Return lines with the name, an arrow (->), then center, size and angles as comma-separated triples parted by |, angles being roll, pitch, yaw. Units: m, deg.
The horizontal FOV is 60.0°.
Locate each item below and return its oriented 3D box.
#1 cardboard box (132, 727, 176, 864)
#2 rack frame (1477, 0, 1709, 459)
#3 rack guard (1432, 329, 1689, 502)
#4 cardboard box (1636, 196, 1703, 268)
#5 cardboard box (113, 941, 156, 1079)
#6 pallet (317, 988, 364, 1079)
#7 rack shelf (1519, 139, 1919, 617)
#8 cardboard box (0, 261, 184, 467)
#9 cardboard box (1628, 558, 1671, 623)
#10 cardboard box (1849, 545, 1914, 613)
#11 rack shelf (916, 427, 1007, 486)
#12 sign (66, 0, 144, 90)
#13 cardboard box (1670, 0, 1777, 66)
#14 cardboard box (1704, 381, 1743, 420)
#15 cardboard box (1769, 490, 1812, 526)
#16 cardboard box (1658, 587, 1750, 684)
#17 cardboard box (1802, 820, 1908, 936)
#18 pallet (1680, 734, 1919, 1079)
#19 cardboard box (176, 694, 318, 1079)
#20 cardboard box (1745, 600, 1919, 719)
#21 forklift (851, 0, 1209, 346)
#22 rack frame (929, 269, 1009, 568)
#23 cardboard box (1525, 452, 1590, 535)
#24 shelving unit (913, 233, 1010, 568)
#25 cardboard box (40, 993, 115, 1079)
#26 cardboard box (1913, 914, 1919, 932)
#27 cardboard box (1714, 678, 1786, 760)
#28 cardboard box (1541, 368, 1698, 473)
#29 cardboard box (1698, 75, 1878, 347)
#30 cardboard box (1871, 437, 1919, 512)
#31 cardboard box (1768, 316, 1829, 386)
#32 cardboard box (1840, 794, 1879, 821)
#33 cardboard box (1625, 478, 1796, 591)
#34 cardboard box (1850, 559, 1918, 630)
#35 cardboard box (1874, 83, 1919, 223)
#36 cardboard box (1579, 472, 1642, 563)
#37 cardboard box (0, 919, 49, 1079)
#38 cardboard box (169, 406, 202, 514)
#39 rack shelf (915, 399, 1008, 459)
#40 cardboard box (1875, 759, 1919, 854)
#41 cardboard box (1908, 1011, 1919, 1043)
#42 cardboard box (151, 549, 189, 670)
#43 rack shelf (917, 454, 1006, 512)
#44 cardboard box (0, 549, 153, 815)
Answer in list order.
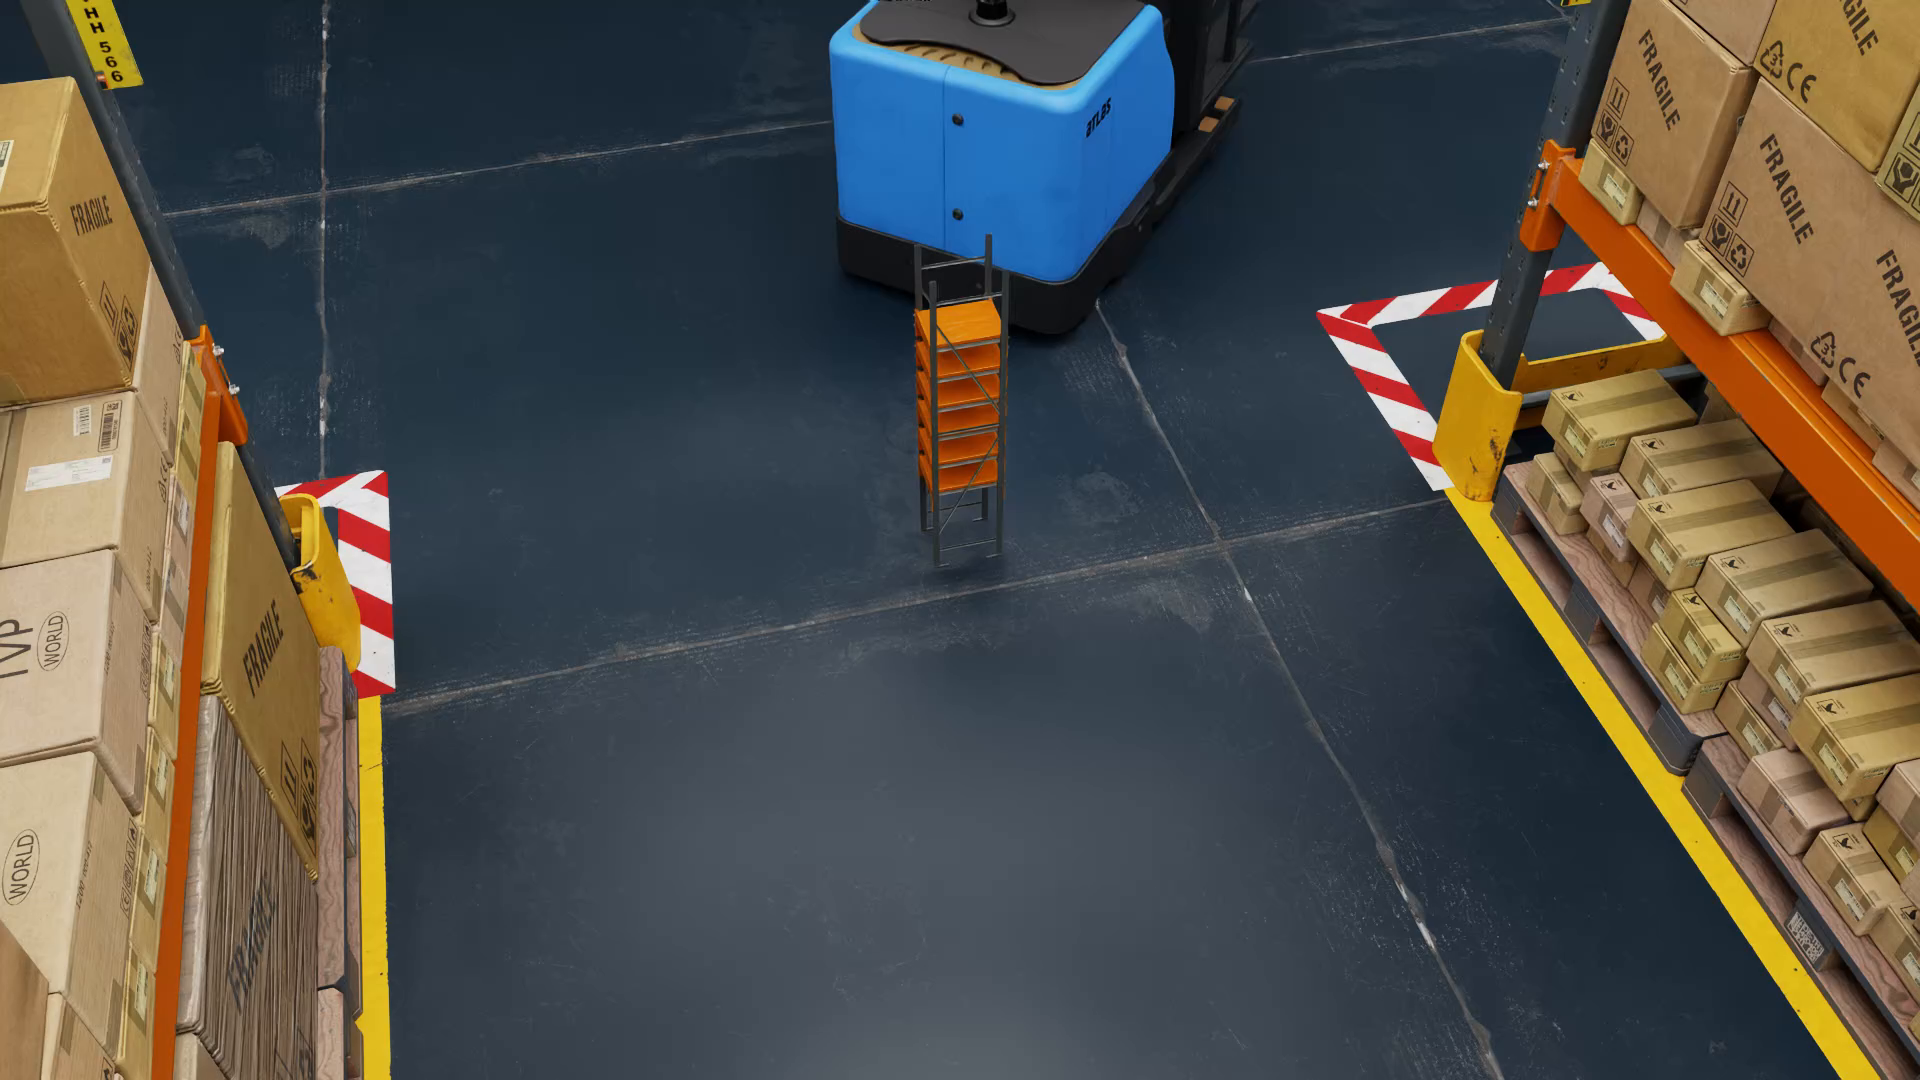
cardboard box -> -1.784, 0.544, 3.293 | 0.380, 0.149, 0.250 | -11, 47, -10
rack frame -> 2.298, -1.451, 5.072 | 1.000, 3.000, 0.127 | -11, 47, -10
rack guard -> 2.317, -0.524, 5.913 | 1.175, 0.500, 0.348 | -11, 47, -10
cardboard box -> 2.169, -0.911, 4.719 | 0.380, 0.149, 0.250 | -9, 46, -9
cardboard box -> -1.654, 0.895, 2.949 | 0.380, 0.149, 0.250 | -12, 47, -11
pallet -> -1.934, 1.741, 3.896 | 1.003, 0.211, 1.213 | -11, 47, -10
rack shelf -> 2.810, 0.182, 3.975 | 1.077, 0.370, 4.000 | -11, 47, -10
cardboard box -> -2.142, -0.379, 3.918 | 0.500, 0.250, 0.500 | -11, 47, -11
cardboard box -> 2.339, 0.156, 5.199 | 0.380, 0.149, 0.250 | -10, 46, -10
cardboard box -> 2.881, 0.041, 4.895 | 0.380, 0.149, 0.250 | -12, 47, -12
rack shelf -> 0.004, -0.295, 5.429 | 0.258, 0.103, 0.180 | -11, 47, -10
sign -> -1.995, -1.192, 3.841 | 0.100, 0.325, 0.005 | -11, 47, -10
cardboard box -> 2.156, -1.582, 4.221 | 0.500, 0.500, 0.500 | -11, 47, -11
cardboard box -> 2.678, -0.489, 5.415 | 0.380, 0.149, 0.250 | -10, 46, -10
cardboard box -> 2.723, -0.202, 5.341 | 0.380, 0.149, 0.250 | -12, 47, -11
cardboard box -> 2.308, 0.254, 4.895 | 0.380, 0.149, 0.250 | -9, 46, -9
cardboard box -> 2.531, 0.886, 4.484 | 0.380, 0.149, 0.250 | -11, 47, -10
pallet -> 2.800, 0.986, 4.636 | 1.003, 0.211, 1.213 | -11, 47, -10
cardboard box -> -2.049, 1.038, 3.826 | 0.875, 0.875, 0.875 | -11, 47, -10
cardboard box -> 2.436, 0.331, 4.611 | 0.380, 0.149, 0.250 | -9, 46, -9
forklift -> 0.475, -2.842, 6.483 | 1.130, 2.935, 3.031 | 11, 47, 11
rack frame -> 0.027, -0.347, 5.250 | 0.240, 1.200, 0.006 | -11, 47, -10
cardboard box -> 2.122, -0.180, 5.528 | 0.380, 0.149, 0.250 | -10, 46, -10
shelving unit -> 0.004, -0.410, 5.312 | 0.258, 1.200, 0.189 | -11, 47, -10
cardboard box -> -1.627, 1.023, 2.544 | 0.500, 0.250, 0.500 | -10, 46, -9
cardboard box -> 2.664, 0.980, 4.183 | 0.380, 0.149, 0.250 | -13, 47, -12
cardboard box -> 2.456, 0.511, 4.851 | 0.380, 0.149, 0.250 | -11, 47, -10
cardboard box -> 2.103, -0.384, 5.312 | 0.380, 0.149, 0.250 | -13, 47, -12
cardboard box -> 2.307, -0.865, 4.219 | 0.500, 0.500, 0.500 | -11, 47, -10
cardboard box -> 2.466, -0.195, 4.016 | 0.380, 0.149, 0.250 | -12, 47, -11
cardboard box -> 2.385, -0.562, 4.376 | 0.380, 0.149, 0.250 | -9, 46, -8
cardboard box -> 2.577, 0.599, 4.556 | 0.380, 0.149, 0.250 | -9, 46, -8
cardboard box -> 2.231, -0.019, 4.954 | 0.380, 0.149, 0.250 | -11, 47, -10
cardboard box -> 2.813, 0.171, 4.976 | 0.380, 0.149, 0.250 | -11, 47, -11
cardboard box -> 2.403, -0.871, 3.525 | 0.500, 0.500, 0.500 | -12, 47, -11
cardboard box -> 2.199, -0.096, 5.238 | 0.380, 0.149, 0.250 | -11, 47, -11
cardboard box -> -1.631, 0.757, 2.280 | 0.500, 0.500, 0.500 | -12, 47, -12
cardboard box -> -2.045, -0.161, 3.984 | 0.380, 0.149, 0.250 | -10, 46, -10
rack shelf -> 0.004, -0.379, 5.343 | 0.258, 0.103, 0.180 | -11, 47, -10
cardboard box -> 2.616, 0.677, 4.272 | 0.380, 0.149, 0.250 | -11, 47, -10
cardboard box -> 2.627, 1.239, 4.138 | 0.380, 0.149, 0.250 | -11, 47, -10
cardboard box -> -1.919, 0.186, 3.644 | 0.380, 0.149, 0.250 | -10, 46, -10
rack shelf -> 0.004, -0.211, 5.515 | 0.258, 0.103, 0.180 | -11, 47, -10
cardboard box -> -1.882, 0.322, 3.231 | 0.500, 0.250, 0.500 | -12, 47, -12
